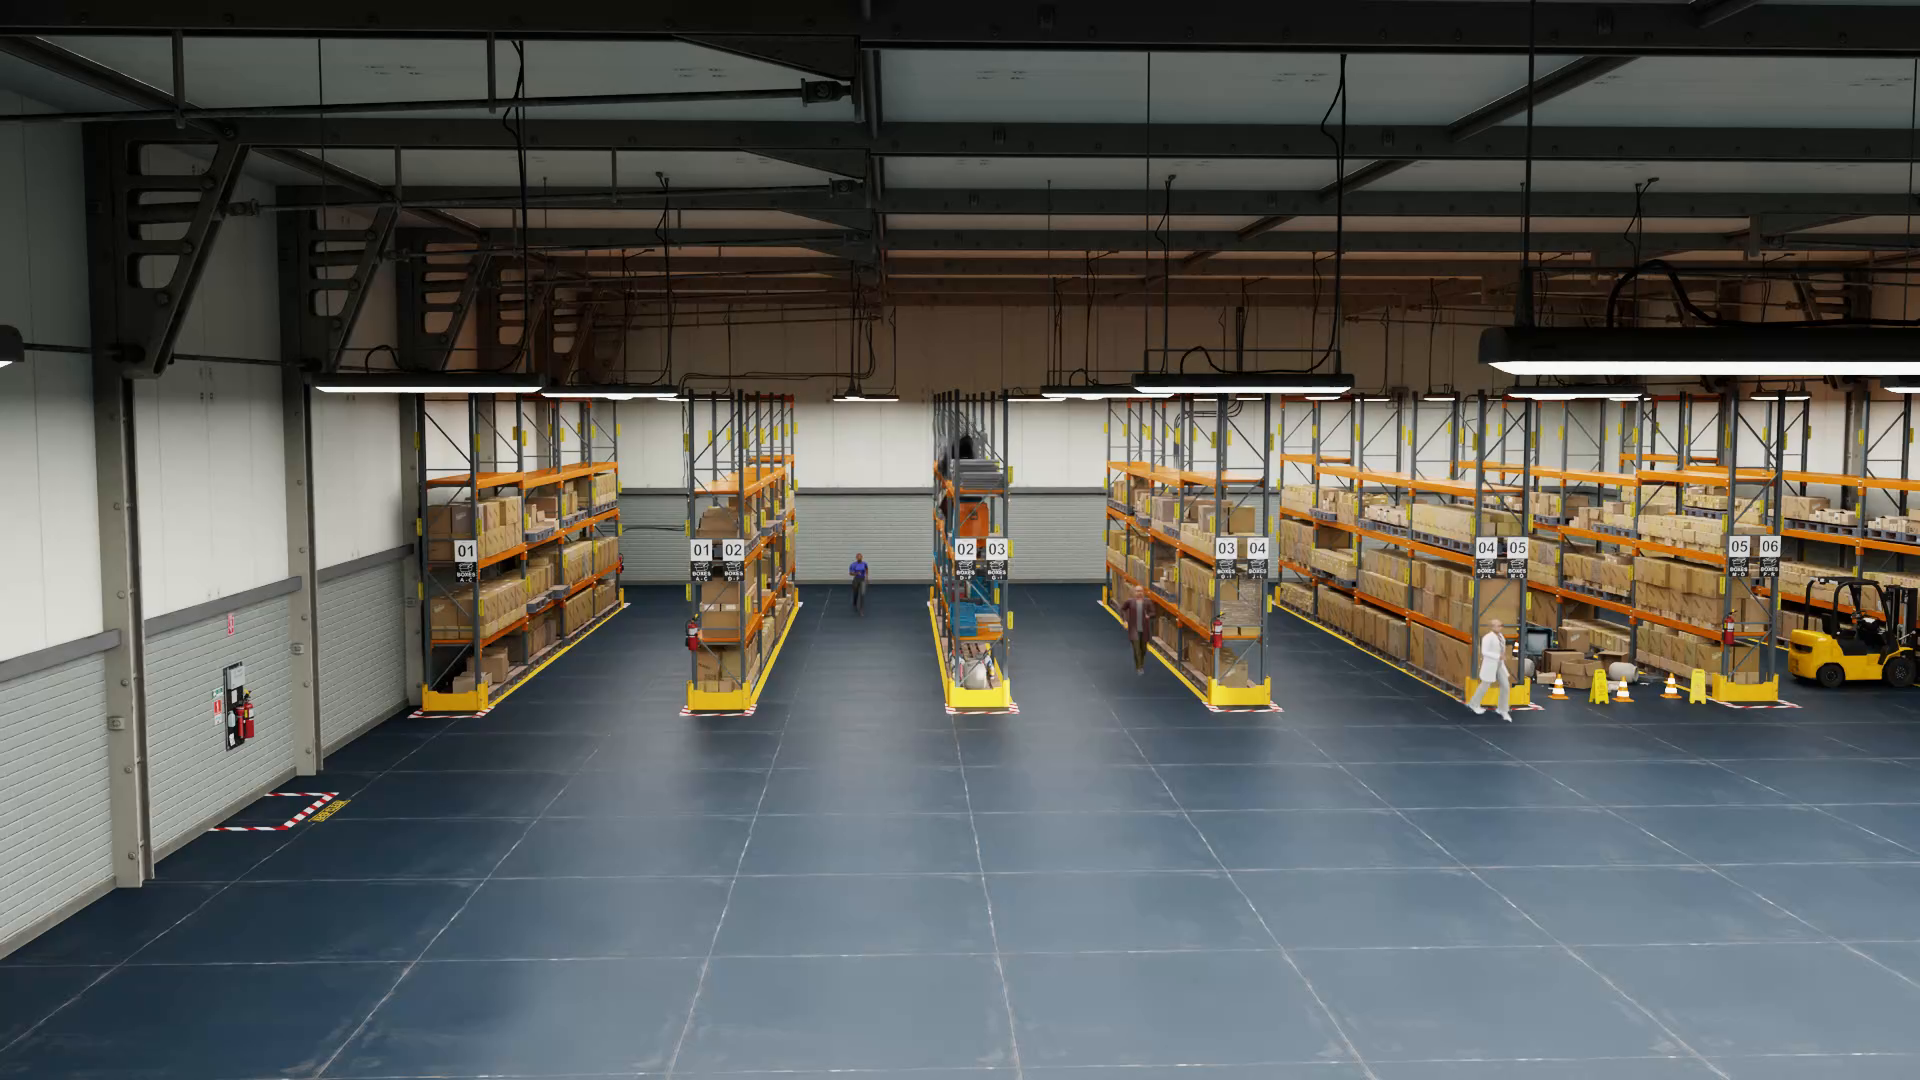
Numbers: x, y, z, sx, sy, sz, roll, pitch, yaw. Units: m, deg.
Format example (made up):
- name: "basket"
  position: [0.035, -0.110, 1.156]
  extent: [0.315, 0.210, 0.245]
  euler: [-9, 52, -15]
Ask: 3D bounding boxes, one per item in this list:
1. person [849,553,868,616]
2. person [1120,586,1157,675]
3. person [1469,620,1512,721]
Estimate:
- name: "person"
  position: [-2.753, 1.178, 45.302]
  extent: [0.567, 1.662, 0.929]
  euler: [-1, 5, -13]
- name: "person"
  position: [3.604, 1.820, 33.487]
  extent: [0.708, 1.807, 0.897]
  euler: [0, 5, -3]
- name: "person"
  position: [9.697, 2.370, 30.324]
  extent: [0.700, 1.864, 0.935]
  euler: [-3, 5, -31]
